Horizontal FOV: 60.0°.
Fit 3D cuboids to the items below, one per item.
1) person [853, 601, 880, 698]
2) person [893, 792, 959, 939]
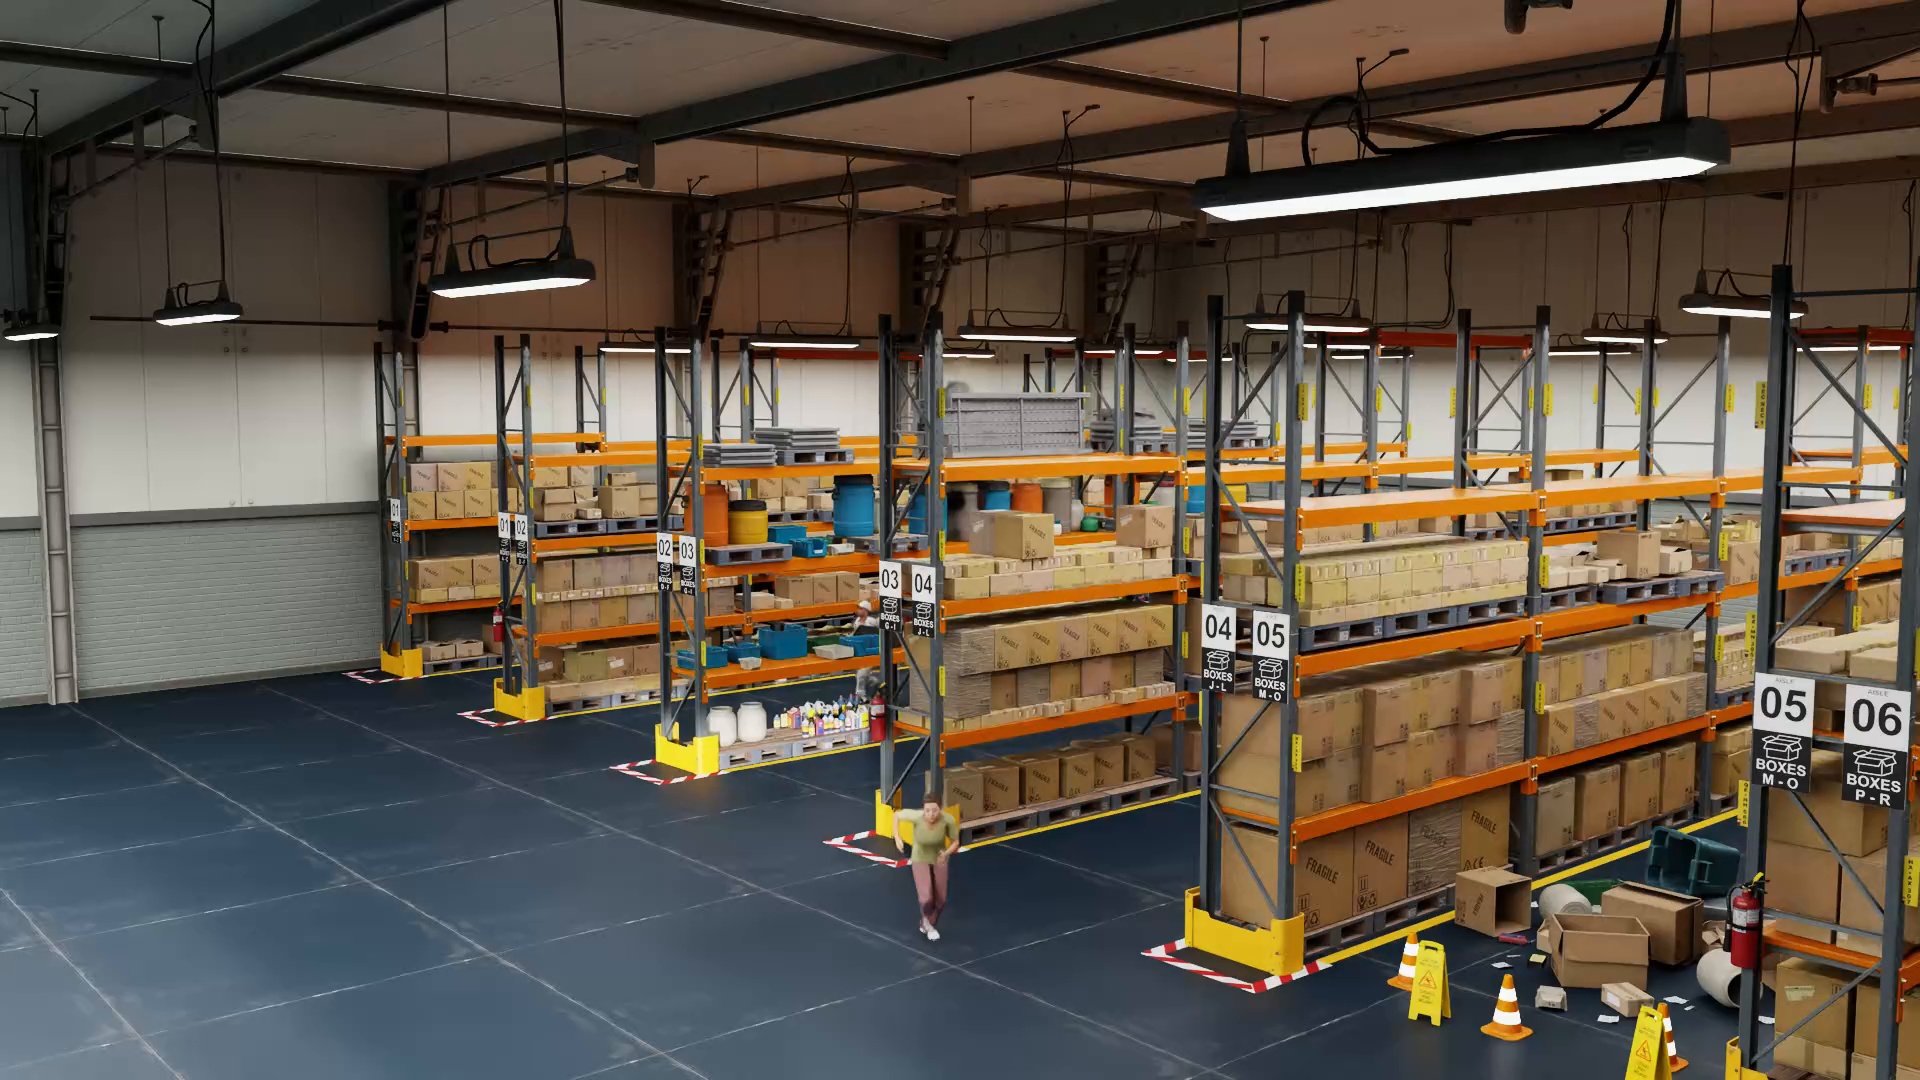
[{"bbox_3d":[-1.467,1.855,26.661,0.956,1.786,0.667,-5,7,-43],"label":"person"},{"bbox_3d":[-0.316,3.021,15.384,0.607,1.504,0.812,0,5,-5],"label":"person"}]
